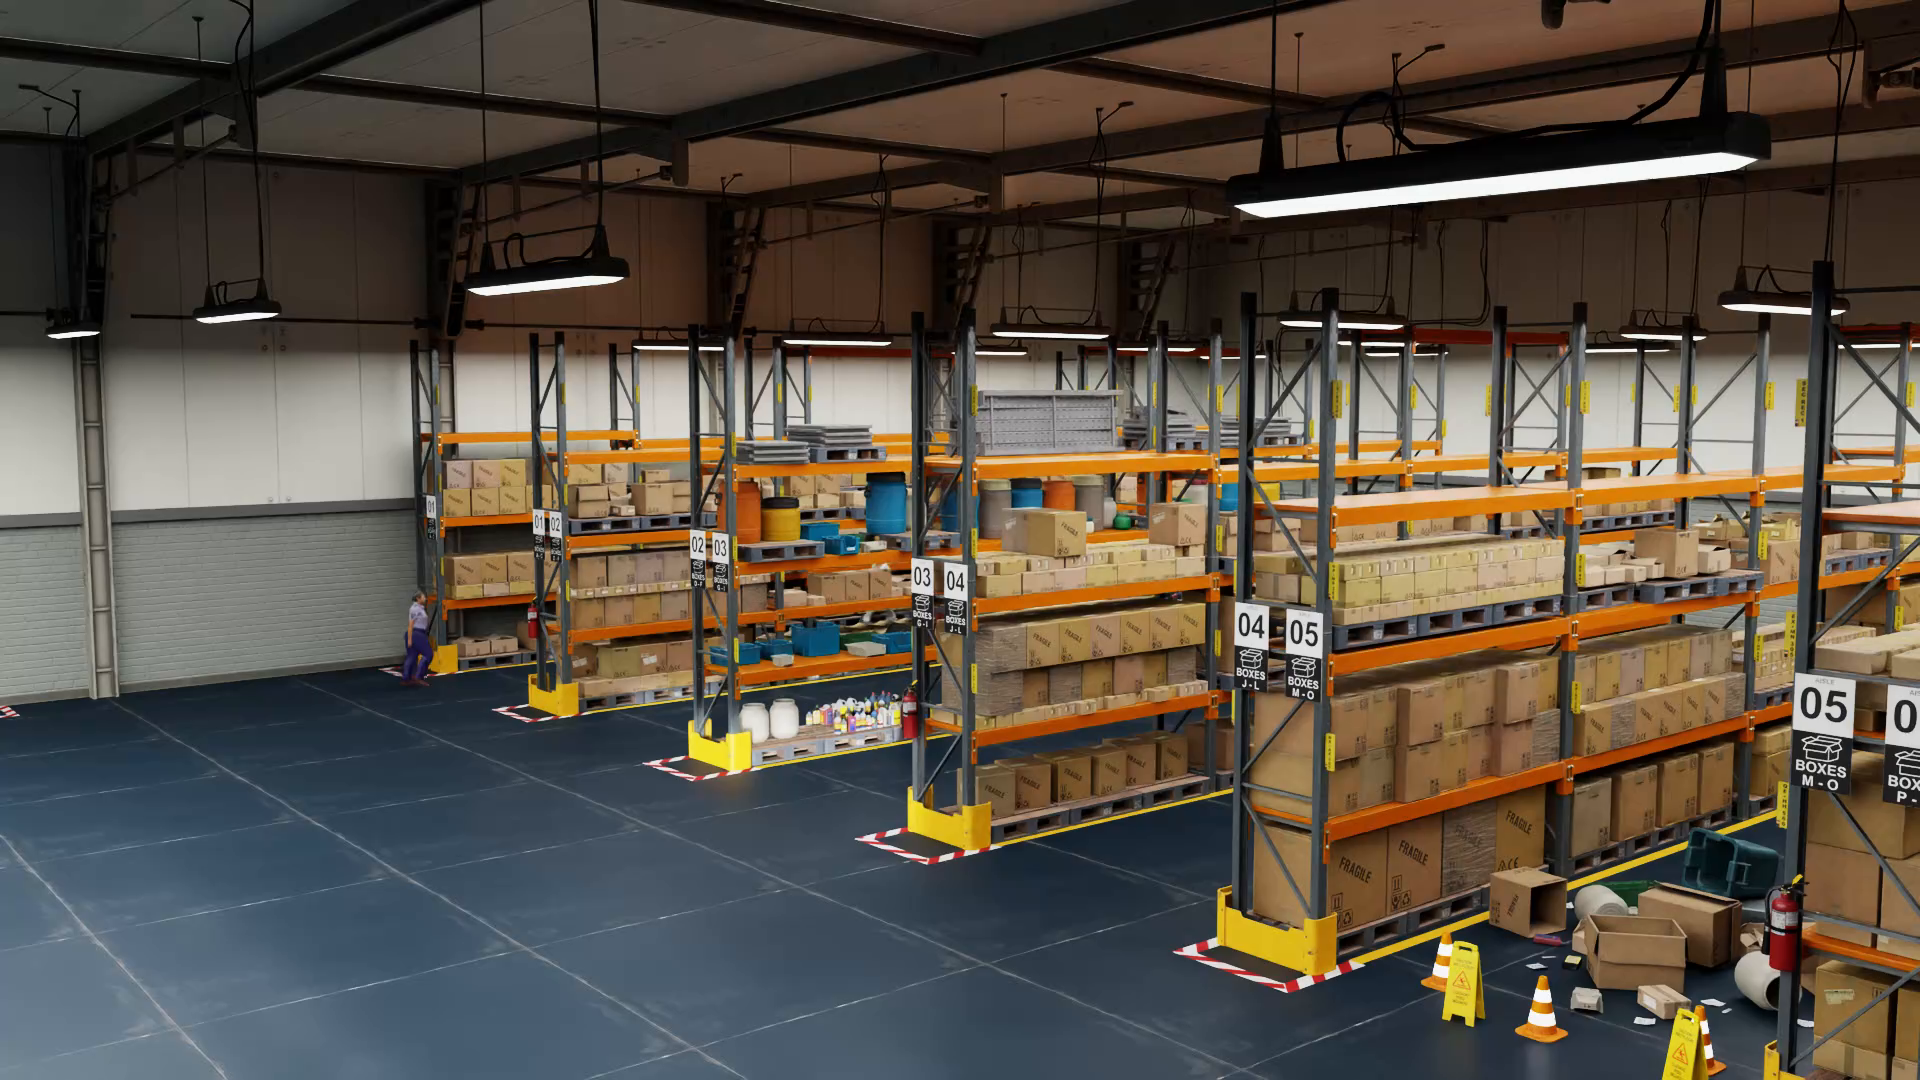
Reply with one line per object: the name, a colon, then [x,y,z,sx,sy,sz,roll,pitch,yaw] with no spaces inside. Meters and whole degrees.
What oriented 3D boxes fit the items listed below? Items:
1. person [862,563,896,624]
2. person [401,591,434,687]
person: [-1.755,1.077,34.493,0.634,1.721,1.050,5,7,41]
person: [-9.386,1.701,28.667,0.523,1.654,0.512,-3,6,-28]
